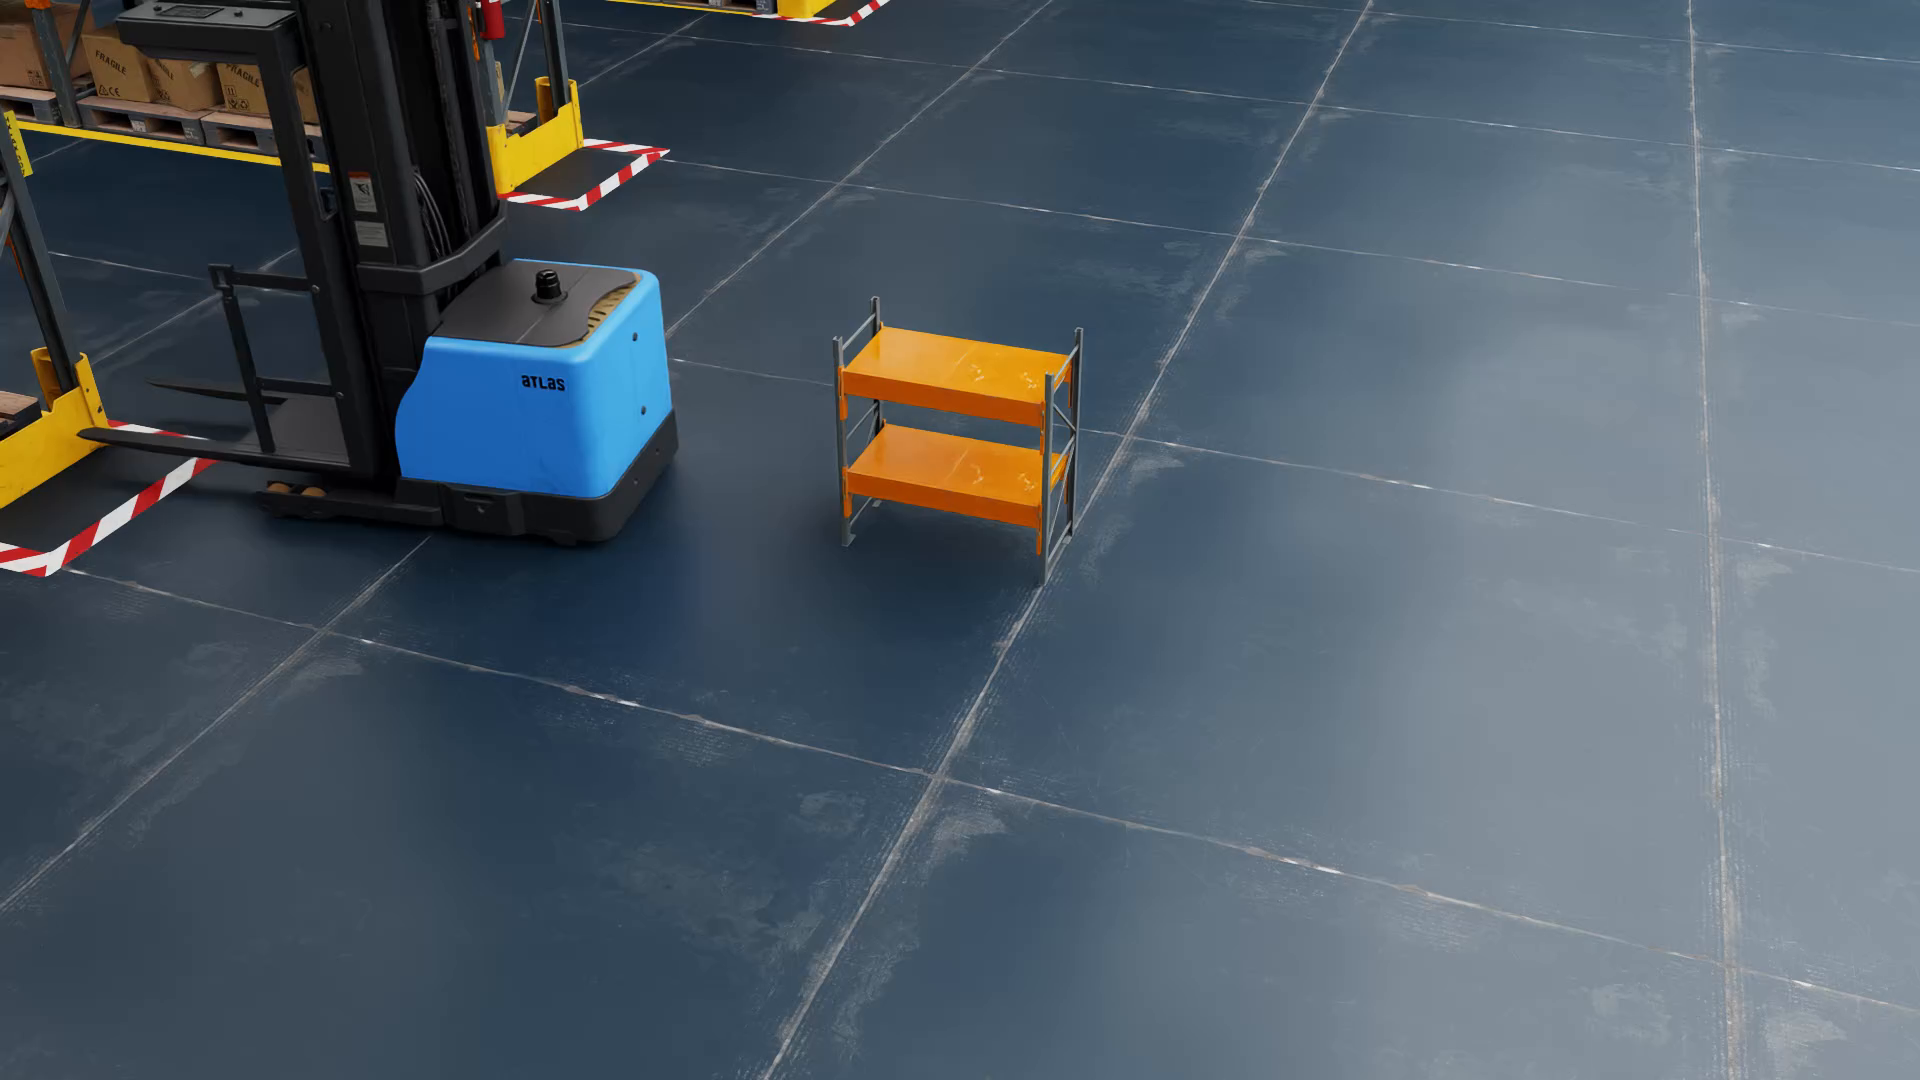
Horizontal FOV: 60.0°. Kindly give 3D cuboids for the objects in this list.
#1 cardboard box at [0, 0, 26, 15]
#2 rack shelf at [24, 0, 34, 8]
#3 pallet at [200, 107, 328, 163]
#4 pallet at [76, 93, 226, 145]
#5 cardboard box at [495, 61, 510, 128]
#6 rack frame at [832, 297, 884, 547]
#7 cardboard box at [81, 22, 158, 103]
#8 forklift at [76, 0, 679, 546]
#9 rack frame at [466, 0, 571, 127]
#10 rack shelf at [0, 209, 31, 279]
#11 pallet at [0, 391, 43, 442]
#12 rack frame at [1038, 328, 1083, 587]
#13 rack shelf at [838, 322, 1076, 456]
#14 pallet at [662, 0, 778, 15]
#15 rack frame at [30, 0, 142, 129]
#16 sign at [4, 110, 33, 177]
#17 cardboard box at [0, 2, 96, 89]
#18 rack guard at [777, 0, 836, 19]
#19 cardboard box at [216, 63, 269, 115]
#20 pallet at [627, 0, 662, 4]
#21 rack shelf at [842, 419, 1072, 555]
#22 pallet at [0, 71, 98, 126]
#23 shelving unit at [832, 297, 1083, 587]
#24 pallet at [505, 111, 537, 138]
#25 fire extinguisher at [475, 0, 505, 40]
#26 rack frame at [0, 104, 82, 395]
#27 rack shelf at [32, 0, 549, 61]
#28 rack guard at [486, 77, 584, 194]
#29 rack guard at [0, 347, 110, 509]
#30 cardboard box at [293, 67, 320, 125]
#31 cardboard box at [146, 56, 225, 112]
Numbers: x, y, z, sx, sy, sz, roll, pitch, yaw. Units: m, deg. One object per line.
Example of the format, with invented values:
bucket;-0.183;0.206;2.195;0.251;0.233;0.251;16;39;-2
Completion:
cardboard box;-7.998;-4.183;13.862;0.500;0.500;0.700;11;34;16
rack shelf;-8.868;-4.892;13.724;4.000;0.370;1.077;11;34;16
pallet;-5.188;-3.329;13.212;1.213;0.211;1.003;11;34;16
pallet;-6.341;-3.551;13.556;1.213;0.211;1.003;11;34;16
cardboard box;-3.802;-3.345;12.583;0.500;0.500;0.500;18;37;25
rack frame;-0.485;-0.567;8.091;0.032;1.125;0.500;11;34;16
cardboard box;-6.622;-3.860;13.381;0.500;0.500;0.500;10;34;15
forklift;-3.073;-1.600;8.027;3.031;2.935;1.130;7;33;10
rack frame;-3.219;-4.096;11.828;0.127;3.000;1.000;11;34;16
rack shelf;-6.773;-1.631;8.673;4.000;0.370;1.077;11;34;16
pallet;-5.741;-0.537;8.886;1.213;0.211;1.003;11;34;16
rack frame;0.472;-0.381;7.803;0.032;1.125;0.500;11;34;16
rack shelf;-0.006;-0.720;7.788;1.000;0.278;0.538;11;34;16
pallet;-2.230;-5.545;16.644;1.213;0.211;1.003;11;34;16
rack frame;-6.985;-4.828;12.962;0.127;3.000;1.000;11;34;16
sign;-4.701;-1.963;8.270;0.005;0.325;0.100;11;34;16
cardboard box;-7.556;-4.086;13.712;0.500;0.500;0.700;8;34;13
rack guard;-1.428;-5.555;16.394;0.348;0.500;1.175;11;34;16
cardboard box;-5.469;-3.686;13.111;0.500;0.500;0.500;8;34;12
pallet;-3.375;-5.769;16.991;1.213;0.211;1.003;11;34;16
rack shelf;-0.006;-0.268;8.079;1.000;0.278;0.538;11;34;16
pallet;-7.718;-3.798;13.938;1.213;0.211;1.003;11;34;16
shelving unit;-0.006;-0.474;7.947;1.048;1.125;0.538;11;34;16
pallet;-4.044;-3.105;12.864;1.213;0.211;1.003;11;34;16
fire extinguisher;-3.267;-3.807;11.452;0.183;0.674;0.296;11;34;16
rack frame;-4.890;-1.567;7.911;0.127;3.000;1.000;11;34;16
rack shelf;-5.102;-4.160;12.590;4.000;0.370;1.077;11;34;16
rack guard;-3.291;-3.060;12.528;0.348;0.500;1.175;11;34;16
rack guard;-4.978;-0.507;8.574;0.348;0.500;1.175;11;34;16
cardboard box;-4.959;-3.561;12.917;0.500;0.500;0.500;14;35;21
cardboard box;-6.080;-3.760;13.225;0.500;0.500;0.500;23;39;31
